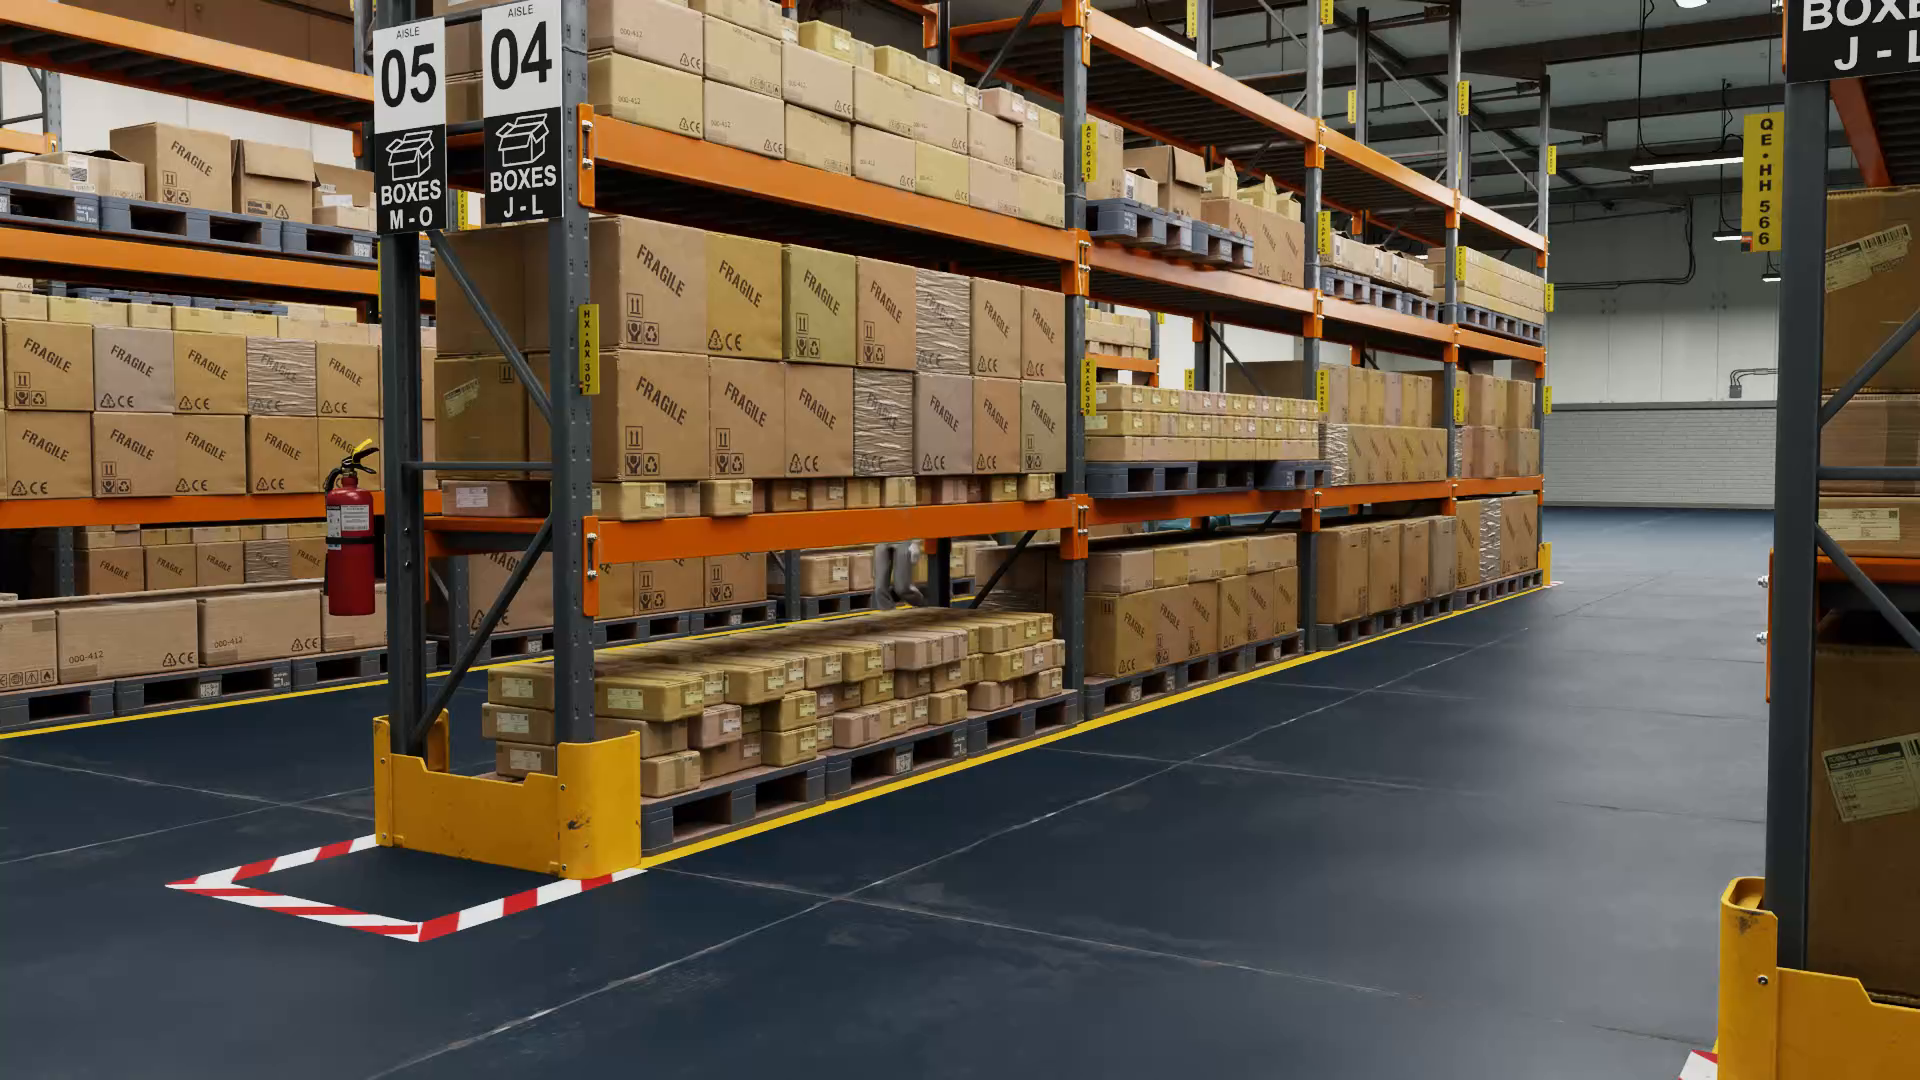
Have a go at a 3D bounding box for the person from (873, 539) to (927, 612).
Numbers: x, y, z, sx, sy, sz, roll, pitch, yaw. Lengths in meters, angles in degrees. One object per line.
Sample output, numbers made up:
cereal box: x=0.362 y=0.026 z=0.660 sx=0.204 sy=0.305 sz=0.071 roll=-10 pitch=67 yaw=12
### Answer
person: x=-0.483 y=0.009 z=13.175 sx=0.493 sy=1.677 sz=0.595 roll=2 pitch=4 yaw=35
